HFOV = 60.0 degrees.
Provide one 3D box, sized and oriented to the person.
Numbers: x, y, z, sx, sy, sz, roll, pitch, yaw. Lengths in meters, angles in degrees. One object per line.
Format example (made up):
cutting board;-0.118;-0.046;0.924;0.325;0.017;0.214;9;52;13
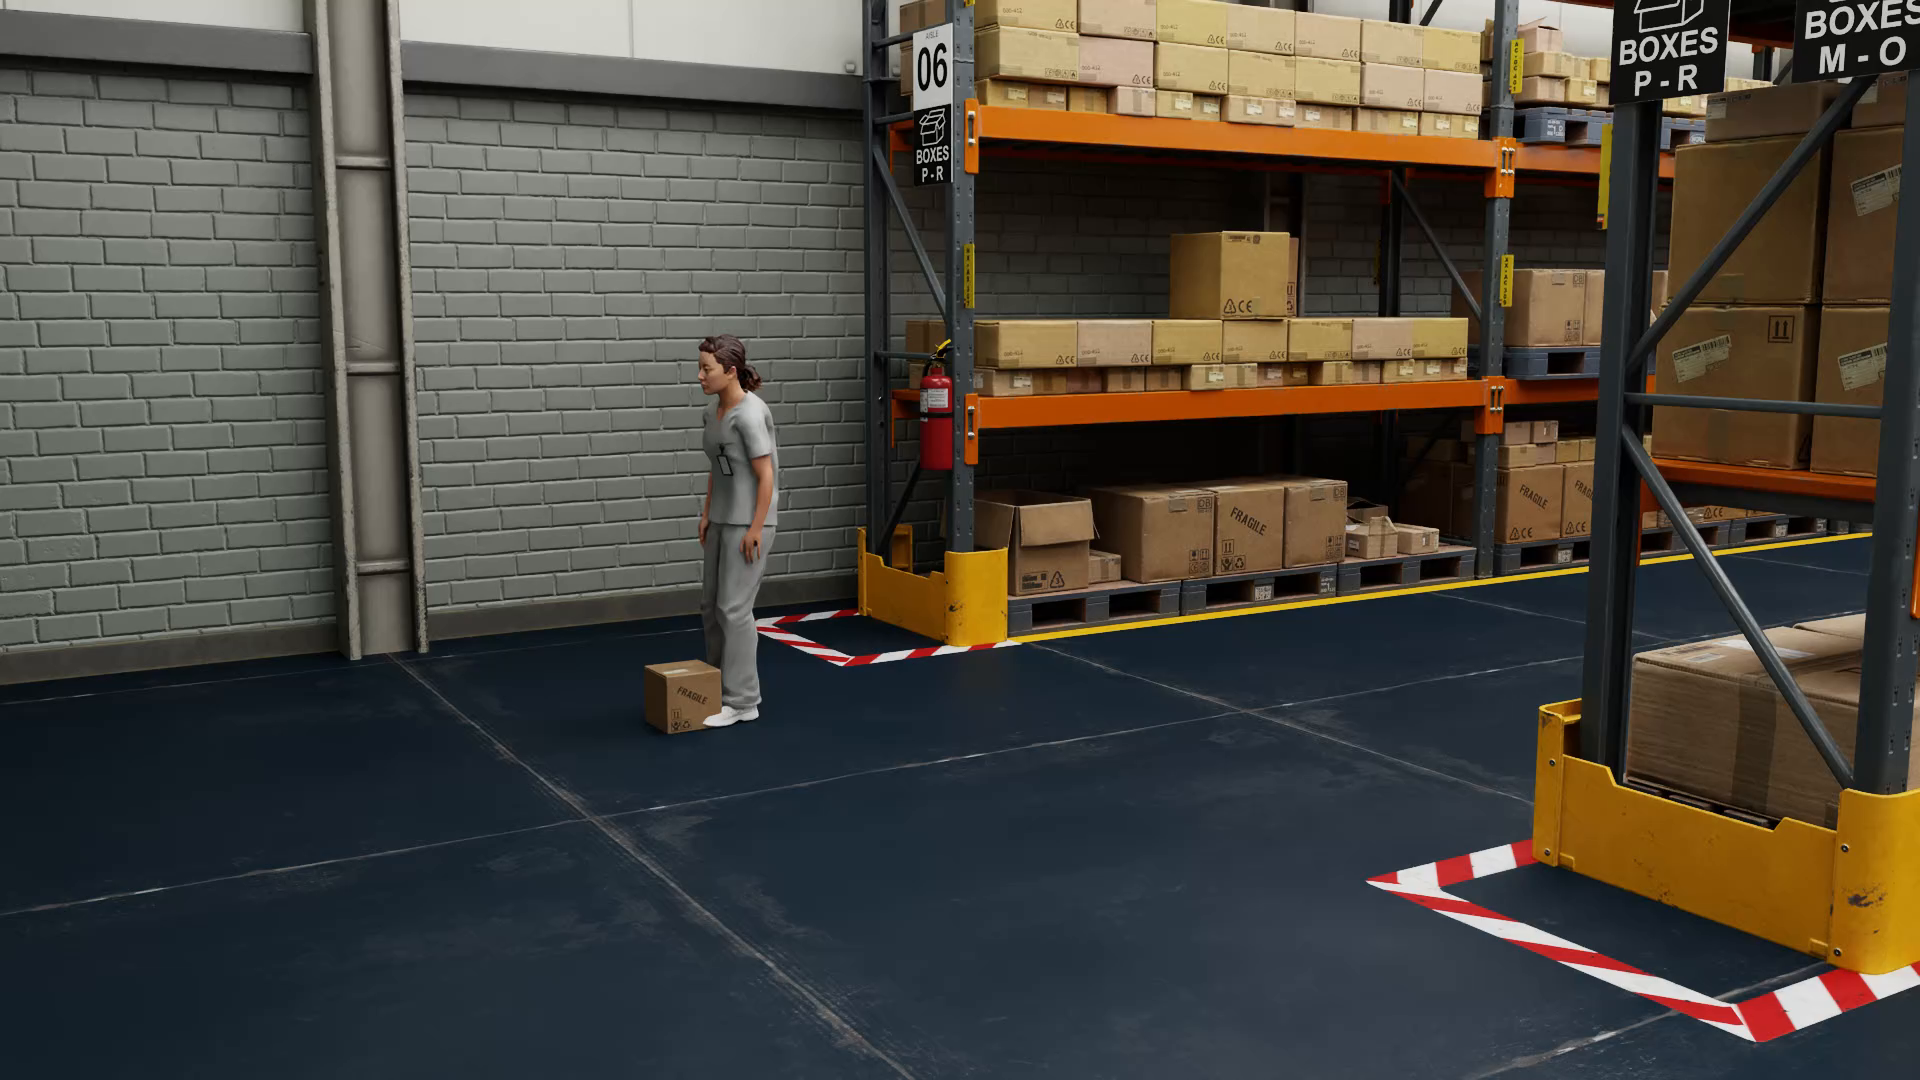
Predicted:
person;-1.004;0.068;7.187;0.417;1.437;0.511;-6;10;-34
